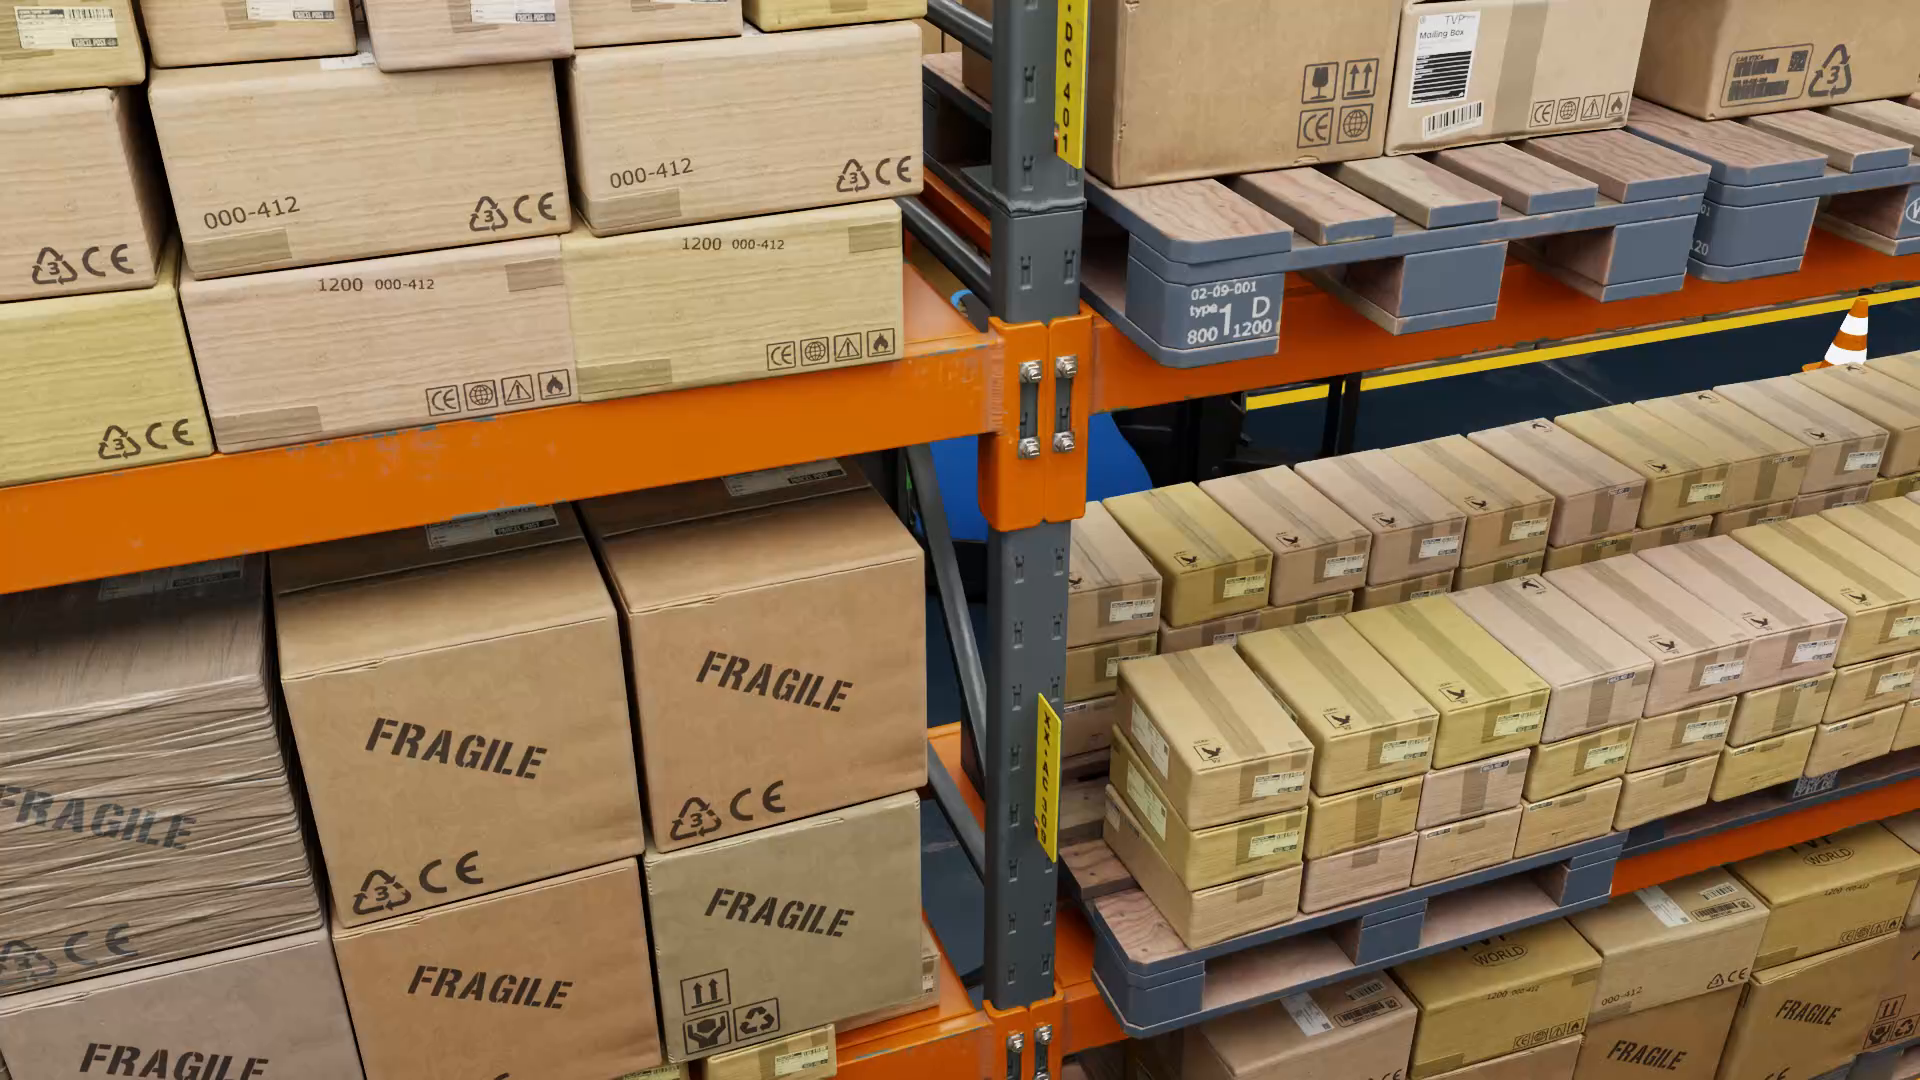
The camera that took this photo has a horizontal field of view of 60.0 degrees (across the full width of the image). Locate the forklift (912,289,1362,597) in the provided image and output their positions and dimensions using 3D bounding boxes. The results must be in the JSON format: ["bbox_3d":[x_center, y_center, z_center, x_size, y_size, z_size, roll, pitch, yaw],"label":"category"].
[{"bbox_3d":[1.360,-1.142,6.794,3.031,2.935,1.130,5,30,9],"label":"forklift"}]

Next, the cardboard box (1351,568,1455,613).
[{"bbox_3d":[1.002,0.067,4.132,0.250,0.149,0.380,-11,32,-19],"label":"cardboard box"}]

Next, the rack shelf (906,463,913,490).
[{"bbox_3d":[-0.428,-0.255,7.599,0.480,0.148,0.258,-10,31,-17],"label":"rack shelf"}]

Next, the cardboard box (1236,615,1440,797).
[{"bbox_3d":[0.752,0.329,3.371,0.250,0.149,0.380,-10,31,-16],"label":"cardboard box"}]

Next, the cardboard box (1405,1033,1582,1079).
[{"bbox_3d":[1.244,1.373,4.410,0.500,0.500,0.500,-9,31,-15],"label":"cardboard box"}]

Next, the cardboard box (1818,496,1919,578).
[{"bbox_3d":[2.200,0.063,3.837,0.250,0.149,0.380,-9,31,-15],"label":"cardboard box"}]

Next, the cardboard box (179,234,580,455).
[{"bbox_3d":[-0.874,-0.381,2.510,0.500,0.250,0.500,-11,31,-18],"label":"cardboard box"}]

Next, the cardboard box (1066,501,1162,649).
[{"bbox_3d":[0.272,0.075,3.818,0.250,0.149,0.380,-9,31,-15],"label":"cardboard box"}]

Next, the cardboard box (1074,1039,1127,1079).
[{"bbox_3d":[0.569,1.225,4.670,0.500,0.500,0.500,-11,31,-19],"label":"cardboard box"}]

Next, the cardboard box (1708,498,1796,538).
[{"bbox_3d":[1.983,-0.114,4.448,0.250,0.149,0.380,-11,31,-18],"label":"cardboard box"}]

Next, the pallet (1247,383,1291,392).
[{"bbox_3d":[1.127,-1.091,9.451,1.213,0.211,1.003,-10,31,-18],"label":"pallet"}]

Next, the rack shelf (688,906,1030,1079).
[{"bbox_3d":[-1.911,1.224,3.298,4.000,0.370,1.077,-10,31,-18],"label":"rack shelf"}]

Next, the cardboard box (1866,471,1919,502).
[{"bbox_3d":[2.451,-0.197,4.595,0.250,0.149,0.380,-10,31,-17],"label":"cardboard box"}]

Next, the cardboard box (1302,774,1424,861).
[{"bbox_3d":[0.735,0.463,3.436,0.250,0.149,0.380,-11,31,-19],"label":"cardboard box"}]

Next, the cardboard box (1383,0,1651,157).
[{"bbox_3d":[0.862,-0.935,2.997,0.500,0.311,0.500,-11,31,-18],"label":"cardboard box"}]

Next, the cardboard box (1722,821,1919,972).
[{"bbox_3d":[2.212,0.866,4.543,0.500,0.250,0.500,-10,31,-16],"label":"cardboard box"}]

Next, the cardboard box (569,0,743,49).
[{"bbox_3d":[-0.479,-0.831,2.392,0.250,0.149,0.380,-10,31,-16],"label":"cardboard box"}]

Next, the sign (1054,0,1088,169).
[{"bbox_3d":[0.160,-0.711,2.416,0.005,0.325,0.100,-10,31,-18],"label":"sign"}]

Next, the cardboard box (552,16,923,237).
[{"bbox_3d":[-0.380,-0.692,2.550,0.500,0.250,0.500,-12,32,-20],"label":"cardboard box"}]

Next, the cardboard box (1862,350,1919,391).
[{"bbox_3d":[2.729,-0.378,4.612,0.250,0.149,0.380,-11,31,-18],"label":"cardboard box"}]

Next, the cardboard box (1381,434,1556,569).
[{"bbox_3d":[1.244,-0.102,4.128,0.250,0.149,0.380,-11,32,-19],"label":"cardboard box"}]

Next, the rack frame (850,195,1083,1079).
[{"bbox_3d":[-0.036,0.566,3.726,0.127,3.000,1.000,-10,31,-18],"label":"rack frame"}]

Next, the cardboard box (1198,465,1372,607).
[{"bbox_3d":[0.766,-0.016,3.976,0.250,0.149,0.380,-11,32,-19],"label":"cardboard box"}]

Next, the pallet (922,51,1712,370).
[{"bbox_3d":[0.579,-0.713,3.130,1.003,0.211,1.213,-10,31,-18],"label":"pallet"}]

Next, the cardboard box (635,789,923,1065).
[{"bbox_3d":[-0.391,0.608,3.251,0.500,0.500,0.500,-10,31,-18],"label":"cardboard box"}]

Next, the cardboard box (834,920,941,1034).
[{"bbox_3d":[-0.223,0.833,3.511,0.250,0.149,0.380,-11,31,-18],"label":"cardboard box"}]

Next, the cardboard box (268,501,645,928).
[{"bbox_3d":[-0.865,0.257,2.856,0.500,0.500,0.500,-11,32,-19],"label":"cardboard box"}]

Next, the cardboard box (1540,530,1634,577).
[{"bbox_3d":[1.502,-0.026,4.294,0.250,0.149,0.380,-10,31,-17],"label":"cardboard box"}]

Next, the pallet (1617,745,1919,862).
[{"bbox_3d":[1.871,0.320,4.352,1.213,0.211,1.003,-10,31,-18],"label":"pallet"}]

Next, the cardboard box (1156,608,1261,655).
[{"bbox_3d":[0.514,0.157,3.973,0.250,0.149,0.380,-10,31,-17],"label":"cardboard box"}]

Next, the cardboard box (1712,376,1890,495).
[{"bbox_3d":[2.228,-0.285,4.449,0.250,0.149,0.380,-9,31,-15],"label":"cardboard box"}]

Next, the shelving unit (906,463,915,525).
[{"bbox_3d":[-0.428,-0.519,7.448,0.503,1.200,0.258,-10,31,-17],"label":"shelving unit"}]

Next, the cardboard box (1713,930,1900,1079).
[{"bbox_3d":[2.209,1.201,4.713,0.500,0.500,0.500,-12,32,-20],"label":"cardboard box"}]

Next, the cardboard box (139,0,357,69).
[{"bbox_3d":[-0.980,-0.779,2.301,0.250,0.149,0.380,-9,31,-16],"label":"cardboard box"}]

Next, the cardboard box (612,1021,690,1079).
[{"bbox_3d":[-0.697,0.947,3.312,0.250,0.149,0.380,-9,31,-16],"label":"cardboard box"}]

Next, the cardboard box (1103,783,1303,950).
[{"bbox_3d":[0.493,0.638,3.429,0.250,0.149,0.380,-12,32,-20],"label":"cardboard box"}]

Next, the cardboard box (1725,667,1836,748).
[{"bbox_3d":[1.721,0.280,3.757,0.250,0.149,0.380,-11,31,-18],"label":"cardboard box"}]

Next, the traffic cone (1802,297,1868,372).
[{"bbox_3d":[4.967,-1.128,9.262,0.334,0.463,0.336,-10,31,-18],"label":"traffic cone"}]

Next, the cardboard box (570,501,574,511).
[{"bbox_3d":[-1.025,0.020,3.272,0.500,0.500,0.500,-11,32,-19],"label":"cardboard box"}]

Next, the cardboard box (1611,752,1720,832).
[{"bbox_3d":[1.461,0.459,3.743,0.250,0.149,0.380,-12,32,-20],"label":"cardboard box"}]

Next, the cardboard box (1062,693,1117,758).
[{"bbox_3d":[0.267,0.333,3.966,0.250,0.149,0.380,-11,32,-19],"label":"cardboard box"}]

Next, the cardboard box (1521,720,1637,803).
[{"bbox_3d":[1.221,0.374,3.593,0.250,0.149,0.380,-12,32,-20],"label":"cardboard box"}]

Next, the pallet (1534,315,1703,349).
[{"bbox_3d":[3.766,-1.535,10.231,1.213,0.211,1.003,-10,31,-18],"label":"pallet"}]

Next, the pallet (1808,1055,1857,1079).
[{"bbox_3d":[1.838,1.430,5.026,1.213,0.211,1.003,-10,31,-18],"label":"pallet"}]

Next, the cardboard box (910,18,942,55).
[{"bbox_3d":[-0.406,-2.319,7.680,0.500,0.500,0.500,-11,32,-19],"label":"cardboard box"}]

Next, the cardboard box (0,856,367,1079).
[{"bbox_3d":[-1.345,0.782,2.945,0.500,0.500,0.500,-11,31,-18],"label":"cardboard box"}]

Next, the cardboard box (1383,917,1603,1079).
[{"bbox_3d":[1.246,1.046,4.227,0.500,0.250,0.500,-10,31,-16],"label":"cardboard box"}]

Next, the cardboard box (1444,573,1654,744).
[{"bbox_3d":[1.228,0.244,3.520,0.250,0.149,0.380,-11,31,-18],"label":"cardboard box"}]

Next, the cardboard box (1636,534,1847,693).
[{"bbox_3d":[1.705,0.156,3.674,0.250,0.149,0.380,-9,31,-16],"label":"cardboard box"}]

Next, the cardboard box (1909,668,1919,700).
[{"bbox_3d":[2.200,0.193,3.909,0.250,0.149,0.380,-10,31,-16],"label":"cardboard box"}]

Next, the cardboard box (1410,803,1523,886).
[{"bbox_3d":[0.987,0.546,3.590,0.250,0.149,0.380,-10,31,-17],"label":"cardboard box"}]

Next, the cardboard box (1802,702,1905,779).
[{"bbox_3d":[1.952,0.368,3.903,0.250,0.149,0.380,-12,32,-20],"label":"cardboard box"}]

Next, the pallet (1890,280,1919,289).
[{"bbox_3d":[6.258,-2.015,11.073,1.213,0.211,1.003,-10,31,-18],"label":"pallet"}]

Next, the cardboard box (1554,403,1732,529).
[{"bbox_3d":[1.745,-0.197,4.295,0.250,0.149,0.380,-11,31,-18],"label":"cardboard box"}]

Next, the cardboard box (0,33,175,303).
[{"bbox_3d":[-1.359,-0.515,2.240,0.500,0.250,0.500,-9,31,-16],"label":"cardboard box"}]

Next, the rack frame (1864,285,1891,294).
[{"bbox_3d":[5.641,-3.094,10.150,0.127,3.000,1.000,-10,31,-18],"label":"rack frame"}]

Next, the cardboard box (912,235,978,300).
[{"bbox_3d":[-0.460,-1.276,8.681,0.875,0.875,0.875,-10,31,-16],"label":"cardboard box"}]

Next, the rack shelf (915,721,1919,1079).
[{"bbox_3d":[1.838,0.534,4.510,4.000,0.370,1.077,-10,31,-18],"label":"rack shelf"}]
